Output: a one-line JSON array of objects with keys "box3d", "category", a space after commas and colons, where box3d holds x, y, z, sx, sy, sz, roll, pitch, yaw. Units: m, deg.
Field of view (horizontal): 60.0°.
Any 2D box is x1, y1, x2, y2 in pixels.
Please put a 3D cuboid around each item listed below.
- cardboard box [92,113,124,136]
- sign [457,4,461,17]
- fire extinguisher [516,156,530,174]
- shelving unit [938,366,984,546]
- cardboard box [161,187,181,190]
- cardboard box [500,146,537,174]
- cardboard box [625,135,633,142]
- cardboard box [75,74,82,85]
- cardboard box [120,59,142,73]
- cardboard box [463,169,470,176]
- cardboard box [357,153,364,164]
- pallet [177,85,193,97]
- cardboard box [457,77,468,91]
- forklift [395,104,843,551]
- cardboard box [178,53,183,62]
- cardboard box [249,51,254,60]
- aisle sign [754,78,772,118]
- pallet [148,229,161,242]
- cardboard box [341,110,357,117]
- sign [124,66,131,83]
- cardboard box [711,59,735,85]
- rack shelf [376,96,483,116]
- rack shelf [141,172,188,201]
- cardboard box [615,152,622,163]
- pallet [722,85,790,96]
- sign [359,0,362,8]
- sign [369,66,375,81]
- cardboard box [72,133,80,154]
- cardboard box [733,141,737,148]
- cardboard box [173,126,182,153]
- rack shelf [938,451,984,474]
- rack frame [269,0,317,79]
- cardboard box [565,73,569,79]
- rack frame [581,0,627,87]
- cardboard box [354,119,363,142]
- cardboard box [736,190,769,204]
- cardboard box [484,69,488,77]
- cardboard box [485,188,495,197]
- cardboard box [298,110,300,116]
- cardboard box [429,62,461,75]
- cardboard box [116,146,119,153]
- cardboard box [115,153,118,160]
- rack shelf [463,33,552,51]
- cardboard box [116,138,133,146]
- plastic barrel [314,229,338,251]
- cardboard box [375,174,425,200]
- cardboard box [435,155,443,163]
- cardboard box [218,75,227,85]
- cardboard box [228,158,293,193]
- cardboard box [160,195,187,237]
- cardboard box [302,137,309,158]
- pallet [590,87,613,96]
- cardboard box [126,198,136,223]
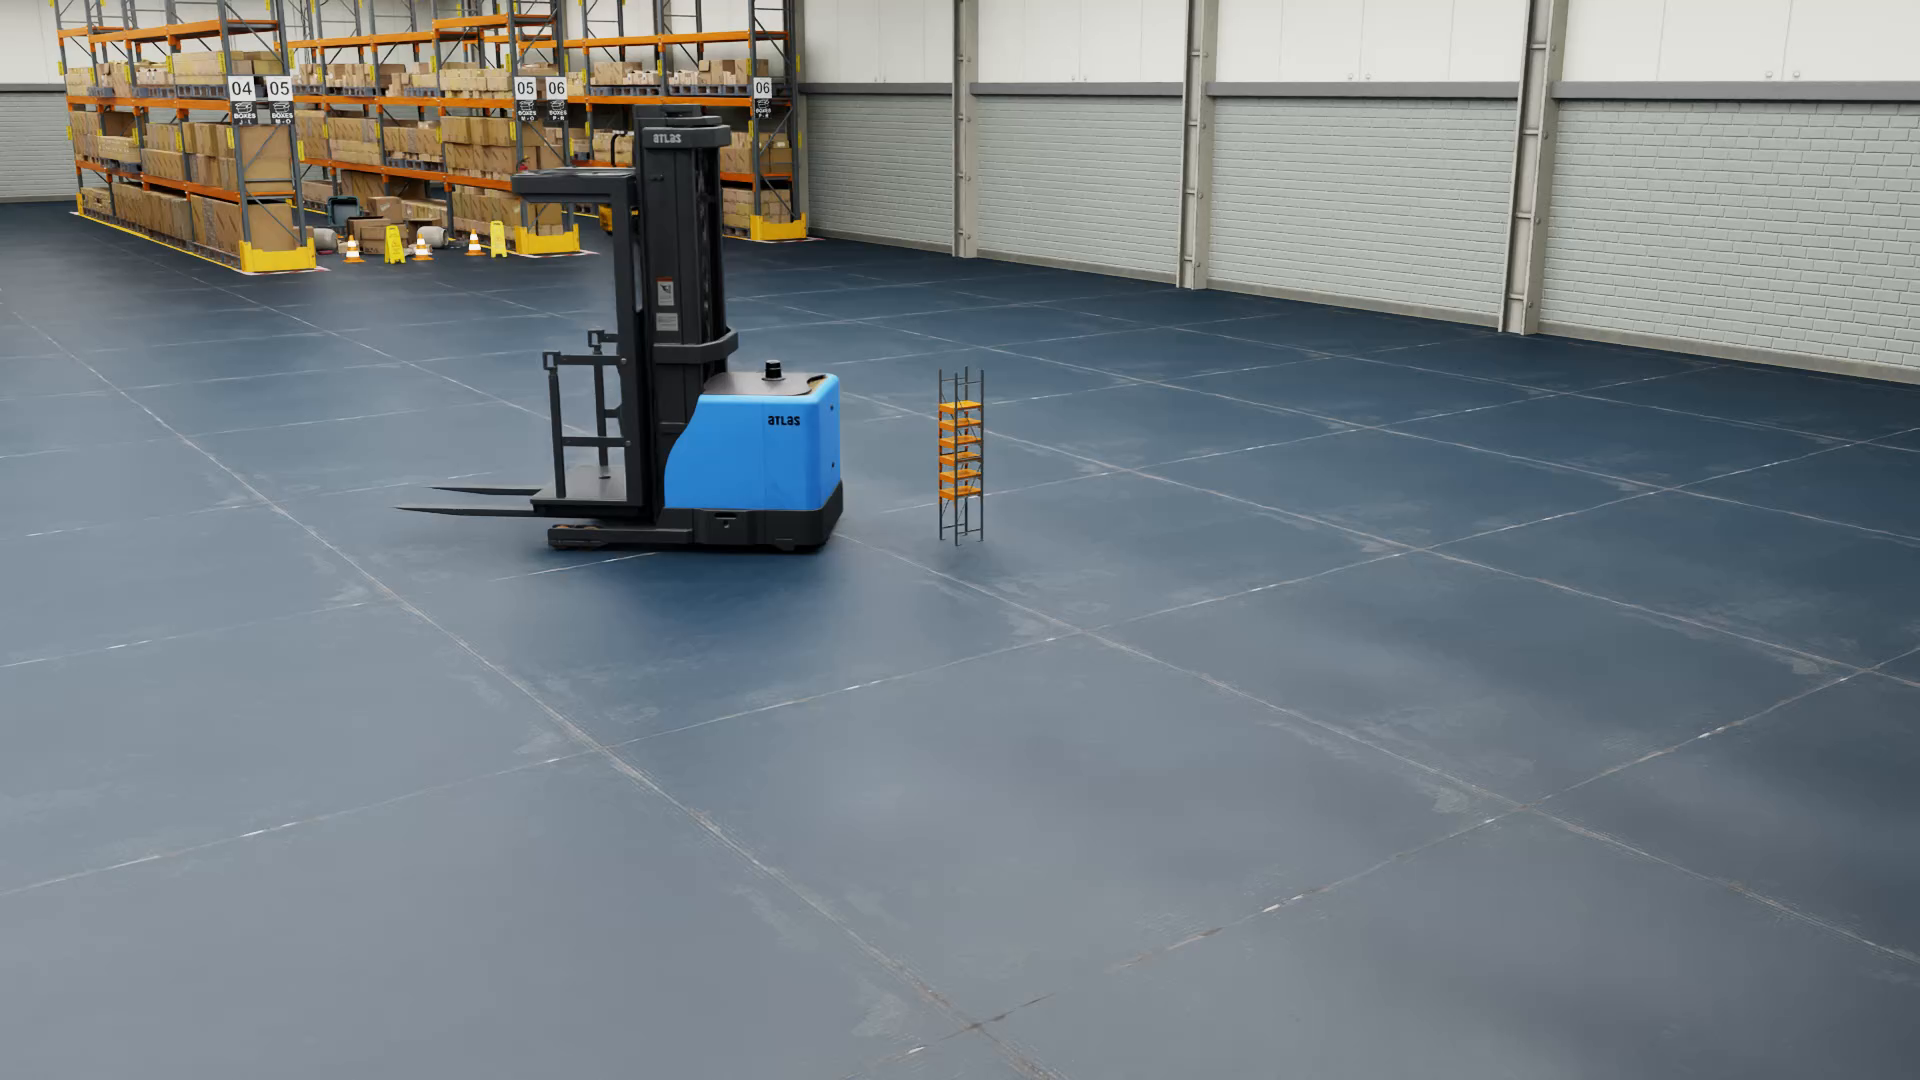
[{"box3d": [-19.259, -9.399, 37.589, 0.500, 0.500, 0.500, -12, 19, -36], "category": "cardboard box"}, {"box3d": [-13.597, -14.380, 45.151, 0.100, 0.325, 0.005, -11, 19, -35], "category": "sign"}, {"box3d": [-8.069, -6.761, 30.743, 0.296, 0.674, 0.183, -11, 19, -35], "category": "fire extinguisher"}, {"box3d": [0.009, -0.576, 11.406, 0.258, 1.200, 0.189, -11, 19, -35], "category": "shelving unit"}, {"box3d": [-16.621, -7.356, 35.290, 0.500, 0.250, 0.500, -12, 19, -37], "category": "cardboard box"}, {"box3d": [-8.305, -7.159, 31.298, 0.500, 0.500, 0.500, -11, 19, -36], "category": "cardboard box"}, {"box3d": [-7.477, -9.232, 38.207, 0.380, 0.149, 0.250, -11, 19, -36], "category": "cardboard box"}, {"box3d": [-20.174, -10.674, 38.547, 0.500, 0.250, 0.500, -12, 19, -37], "category": "cardboard box"}, {"box3d": [-17.174, -9.830, 34.489, 0.396, 0.266, 0.258, -11, 19, -35], "category": "cardboard box"}, {"box3d": [-9.701, -7.354, 33.239, 0.380, 0.149, 0.250, -10, 18, -33], "category": "cardboard box"}, {"box3d": [-13.571, -8.815, 38.384, 0.500, 0.250, 0.500, -11, 19, -35], "category": "cardboard box"}, {"box3d": [-13.587, -8.186, 30.290, 1.003, 0.211, 1.213, -11, 19, -35], "category": "pallet"}, {"box3d": [-9.483, -8.912, 32.495, 0.500, 0.250, 0.500, -11, 19, -34], "category": "cardboard box"}, {"box3d": [-2.393, -1.478, 11.423, 3.031, 2.935, 1.130, 1, 15, 5], "category": "forklift"}, {"box3d": [-13.821, -8.681, 29.909, 0.380, 0.149, 0.250, -11, 19, -35], "category": "cardboard box"}, {"box3d": [-11.944, -8.294, 28.497, 0.380, 0.149, 0.250, -11, 19, -35], "category": "cardboard box"}, {"box3d": [-3.950, -8.860, 33.340, 0.394, 0.787, 0.004, -11, 19, -35], "category": "aisle sign"}, {"box3d": [-16.009, -6.288, 34.149, 1.003, 0.211, 1.213, -11, 19, -35], "category": "pallet"}, {"box3d": [-14.959, -10.460, 40.799, 0.380, 0.149, 0.250, -11, 19, -34], "category": "cardboard box"}, {"box3d": [-16.852, -9.425, 33.669, 0.100, 0.325, 0.005, -11, 19, -35], "category": "sign"}, {"box3d": [-4.729, -9.702, 34.487, 0.700, 0.500, 0.500, -11, 19, -34], "category": "cardboard box"}, {"box3d": [-11.291, -9.275, 35.464, 1.077, 0.370, 4.000, -11, 19, -35], "category": "rack shelf"}, {"box3d": [-15.236, -7.039, 32.974, 1.077, 0.370, 4.000, -11, 19, -35], "category": "rack shelf"}, {"box3d": [-7.791, -8.952, 38.885, 0.500, 0.250, 0.500, -12, 19, -36], "category": "cardboard box"}, {"box3d": [-4.145, -9.225, 34.083, 1.003, 0.211, 1.213, -11, 19, -35], "category": "pallet"}, {"box3d": [-14.387, -12.926, 39.837, 0.100, 0.325, 0.005, -11, 19, -35], "category": "sign"}, {"box3d": [-12.921, -10.253, 36.542, 0.100, 0.325, 0.005, -11, 19, -35], "category": "sign"}, {"box3d": [-21.075, -9.574, 40.121, 0.500, 0.500, 0.500, -10, 18, -32], "category": "cardboard box"}, {"box3d": [-4.458, -8.172, 34.334, 0.380, 0.149, 0.250, -10, 18, -34], "category": "cardboard box"}, {"box3d": [-14.661, -7.704, 31.957, 0.700, 0.500, 0.500, -11, 19, -35], "category": "cardboard box"}, {"box3d": [0.009, -0.533, 11.418, 0.258, 0.103, 0.180, -11, 19, -35], "category": "rack shelf"}, {"box3d": [-17.171, -13.204, 42.775, 1.000, 3.000, 0.127, -11, 19, -35], "category": "rack frame"}, {"box3d": [-9.509, -11.335, 40.592, 0.380, 0.149, 0.250, -11, 19, -36], "category": "cardboard box"}, {"box3d": [-8.454, -12.267, 39.351, 1.000, 3.000, 0.127, -11, 19, -35], "category": "rack frame"}, {"box3d": [-13.578, -9.418, 38.222, 0.500, 0.500, 0.500, -11, 19, -34], "category": "cardboard box"}, {"box3d": [-4.274, -7.074, 34.259, 0.500, 0.250, 0.500, -10, 18, -33], "category": "cardboard box"}, {"box3d": [-8.865, -8.919, 31.765, 0.380, 0.149, 0.250, -12, 19, -36], "category": "cardboard box"}, {"box3d": [-9.014, -6.754, 32.336, 0.380, 0.149, 0.250, -10, 18, -32], "category": "cardboard box"}, {"box3d": [-16.435, -10.756, 41.881, 0.380, 0.149, 0.250, -11, 19, -34], "category": "cardboard box"}, {"box3d": [-10.559, -9.671, 34.087, 0.500, 0.250, 0.500, -10, 18, -33], "category": "cardboard box"}, {"box3d": [-17.677, -8.292, 35.307, 0.380, 0.149, 0.250, -11, 19, -35], "category": "cardboard box"}, {"box3d": [-17.824, -8.203, 35.545, 0.380, 0.149, 0.250, -10, 18, -33], "category": "cardboard box"}, {"box3d": [-11.982, -13.200, 44.127, 1.077, 0.370, 4.000, -11, 19, -35], "category": "rack shelf"}, {"box3d": [-17.668, -8.433, 35.260, 0.380, 0.149, 0.250, -11, 19, -35], "category": "cardboard box"}, {"box3d": [-12.152, -5.712, 31.643, 0.512, 0.421, 0.421, 1, 15, 4], "category": "plastic barrel"}, {"box3d": [-12.806, -7.941, 38.136, 0.875, 0.875, 0.875, -11, 19, -35], "category": "cardboard box"}, {"box3d": [-10.641, -7.897, 34.427, 0.380, 0.149, 0.250, -11, 19, -34], "category": "cardboard box"}, {"box3d": [-12.178, -7.699, 27.833, 0.380, 0.149, 0.250, -11, 19, -35], "category": "cardboard box"}, {"box3d": [-11.963, -6.249, 28.441, 0.875, 0.550, 0.550, -11, 19, -35], "category": "cardboard box"}, {"box3d": [-15.062, -6.401, 32.748, 1.050, 0.750, 0.750, -11, 19, -35], "category": "cardboard box"}, {"box3d": [-16.209, -9.893, 41.849, 0.500, 0.500, 0.500, -10, 18, -33], "category": "cardboard box"}, {"box3d": [-7.983, -10.598, 39.293, 1.213, 0.211, 1.003, -10, 18, -32], "category": "pallet"}, {"box3d": [-17.637, -7.131, 35.889, 0.500, 0.500, 0.500, -12, 19, -37], "category": "cardboard box"}]
